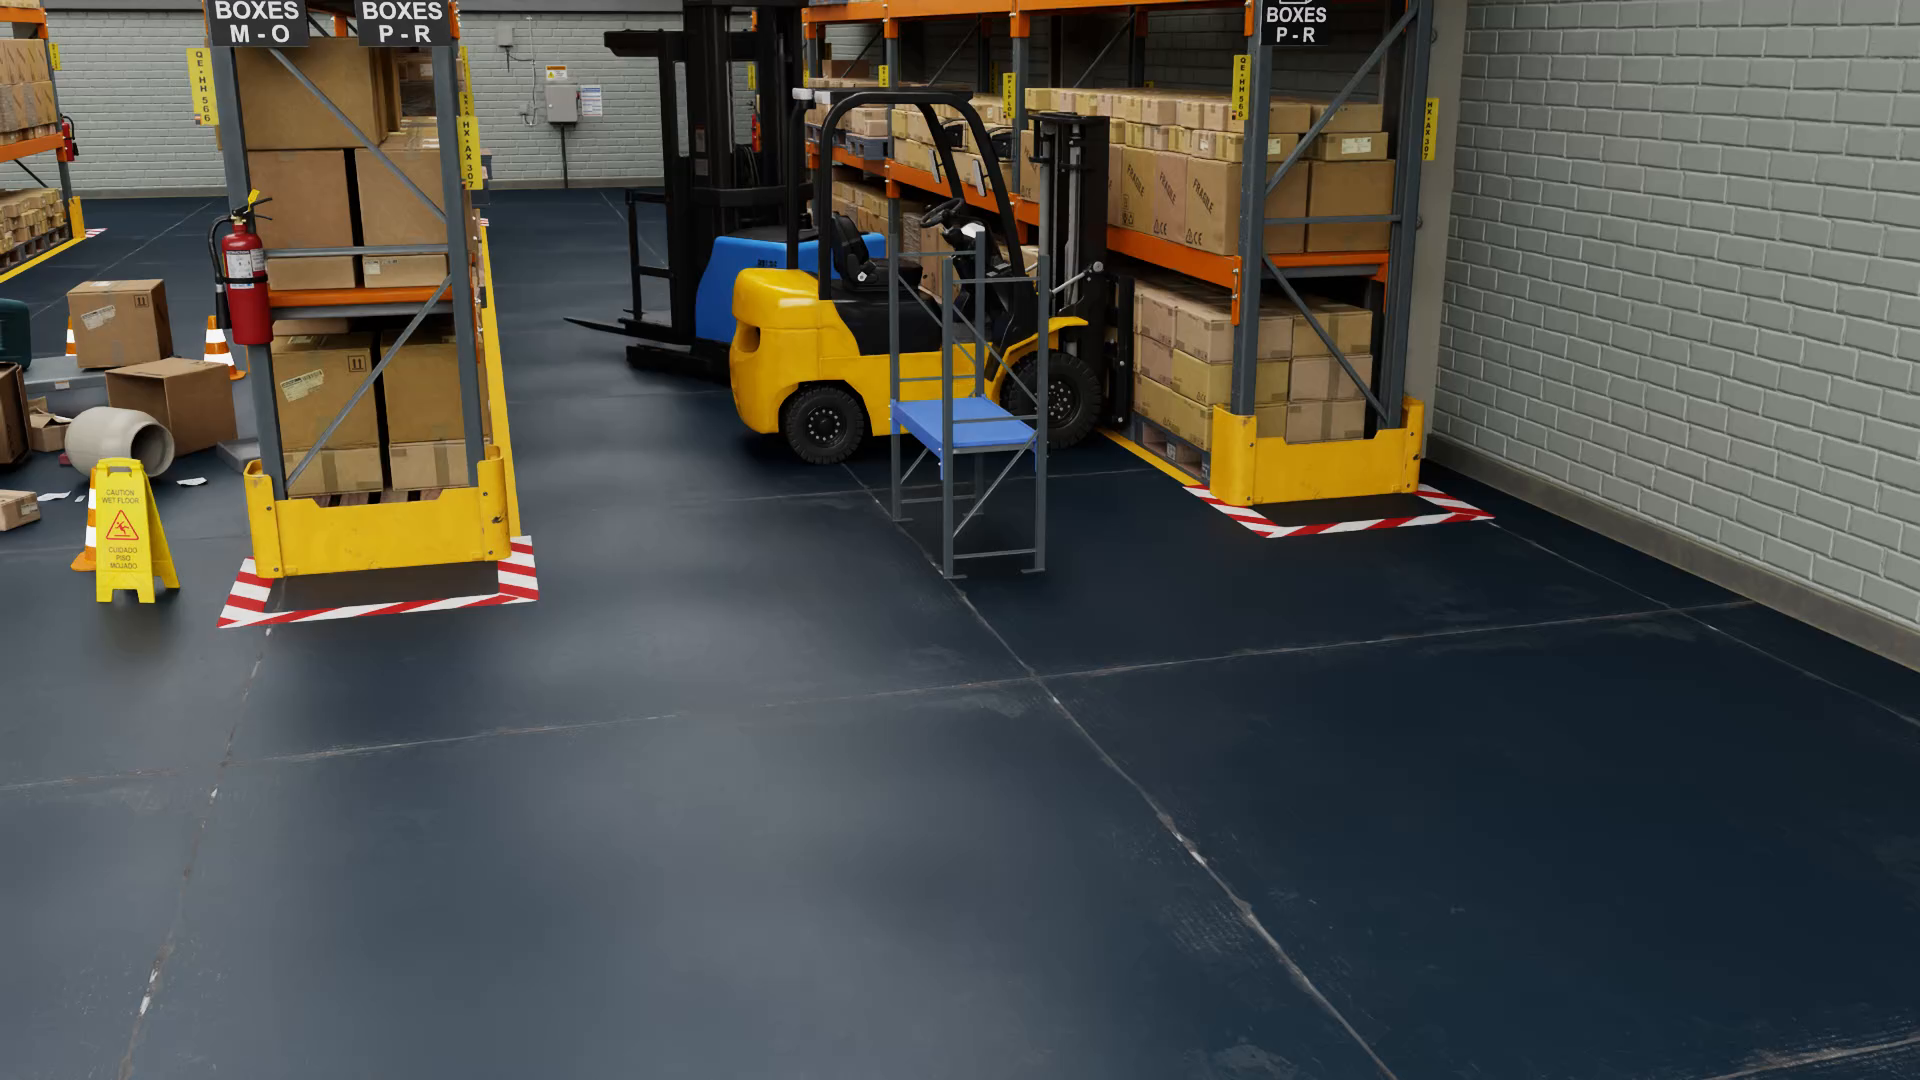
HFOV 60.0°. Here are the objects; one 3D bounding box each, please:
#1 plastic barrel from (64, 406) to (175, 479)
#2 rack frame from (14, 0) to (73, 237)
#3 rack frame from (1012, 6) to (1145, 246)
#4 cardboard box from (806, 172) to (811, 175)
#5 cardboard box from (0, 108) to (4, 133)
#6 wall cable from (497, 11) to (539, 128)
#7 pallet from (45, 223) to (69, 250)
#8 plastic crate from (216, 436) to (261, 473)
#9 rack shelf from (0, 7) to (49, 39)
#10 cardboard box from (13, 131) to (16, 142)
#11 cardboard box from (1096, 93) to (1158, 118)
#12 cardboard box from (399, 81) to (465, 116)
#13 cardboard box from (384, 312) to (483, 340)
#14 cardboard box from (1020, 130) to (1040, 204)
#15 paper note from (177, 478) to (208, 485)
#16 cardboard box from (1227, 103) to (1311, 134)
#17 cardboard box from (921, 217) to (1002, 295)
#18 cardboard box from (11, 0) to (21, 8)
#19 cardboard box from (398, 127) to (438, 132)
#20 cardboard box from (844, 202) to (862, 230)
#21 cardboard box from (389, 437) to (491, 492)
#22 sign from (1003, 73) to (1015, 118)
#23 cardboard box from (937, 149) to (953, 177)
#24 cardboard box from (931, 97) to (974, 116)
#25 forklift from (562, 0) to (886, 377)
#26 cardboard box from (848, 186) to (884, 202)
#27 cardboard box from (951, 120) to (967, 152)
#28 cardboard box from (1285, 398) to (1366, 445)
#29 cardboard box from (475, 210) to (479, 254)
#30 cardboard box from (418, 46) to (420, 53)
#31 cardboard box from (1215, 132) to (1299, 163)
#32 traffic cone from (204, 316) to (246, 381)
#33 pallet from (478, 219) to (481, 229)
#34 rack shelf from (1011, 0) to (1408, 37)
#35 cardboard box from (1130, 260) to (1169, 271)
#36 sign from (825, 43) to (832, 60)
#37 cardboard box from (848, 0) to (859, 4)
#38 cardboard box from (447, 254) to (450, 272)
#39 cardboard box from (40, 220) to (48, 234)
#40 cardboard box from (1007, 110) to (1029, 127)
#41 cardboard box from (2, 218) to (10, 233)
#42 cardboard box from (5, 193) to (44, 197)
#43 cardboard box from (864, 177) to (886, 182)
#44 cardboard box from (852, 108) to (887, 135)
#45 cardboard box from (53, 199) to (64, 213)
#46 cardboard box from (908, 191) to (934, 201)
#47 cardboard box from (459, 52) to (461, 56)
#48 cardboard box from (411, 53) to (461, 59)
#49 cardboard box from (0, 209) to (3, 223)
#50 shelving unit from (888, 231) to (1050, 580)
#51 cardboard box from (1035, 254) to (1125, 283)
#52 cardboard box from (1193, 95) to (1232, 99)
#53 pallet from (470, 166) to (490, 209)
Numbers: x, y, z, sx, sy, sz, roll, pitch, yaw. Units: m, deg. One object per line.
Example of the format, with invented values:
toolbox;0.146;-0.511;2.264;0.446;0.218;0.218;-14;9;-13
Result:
plastic barrel;-4.808;-0.541;9.519;0.512;0.421;0.421;7;18;23
rack frame;-11.913;-5.330;20.982;1.000;3.000;0.127;-5;17;-15
rack frame;0.888;-2.824;12.638;1.000;3.000;0.127;-5;17;-15
cardboard box;-2.136;-4.731;22.602;0.700;0.500;0.500;-4;17;-13
cardboard box;-10.851;-4.707;18.218;0.500;0.500;0.500;-5;17;-15
wall cable;-7.393;-7.909;27.802;0.588;1.984;0.122;-5;17;-15
pallet;-11.703;-3.746;20.556;1.003;0.211;1.213;-5;17;-15
plastic crate;-4.241;-0.533;10.087;0.402;0.080;0.583;-12;20;-34
rack shelf;-11.364;-5.869;18.813;1.077;0.370;4.000;-5;17;-15
cardboard box;-11.104;-4.639;19.117;0.380;0.149;0.250;-4;17;-13
cardboard box;1.120;-2.863;10.951;0.380;0.149;0.250;-5;17;-15
cardboard box;-3.737;-2.974;11.718;0.500;0.500;0.500;-4;17;-14
cardboard box;-2.895;-0.963;9.190;0.500;0.500;0.500;-5;18;-17
cardboard box;0.759;-2.728;12.146;0.500;0.500;0.500;-5;17;-17
paper note;-4.401;-0.341;9.533;0.142;0.019;0.148;-12;20;-34
cardboard box;1.686;-2.301;9.079;0.380;0.149;0.250;-5;17;-15
cardboard box;0.134;-2.640;15.425;0.875;0.625;0.625;-4;17;-13
cardboard box;-11.263;-6.311;19.295;0.500;0.250;0.500;-4;17;-13
cardboard box;-3.082;-2.091;9.508;0.500;0.500;0.500;-5;17;-16
cardboard box;-0.969;-3.460;18.372;0.500;0.500;0.500;-5;18;-17
cardboard box;-2.740;-0.453;8.796;0.500;0.250;0.500;-5;17;-16
sign;0.369;-3.295;12.331;0.100;0.325;0.005;-5;17;-15
cardboard box;0.098;-3.291;14.455;0.500;0.250;0.500;-4;17;-13
cardboard box;-0.042;-3.821;14.657;0.380;0.149;0.250;-4;17;-14
forklift;-1.963;-2.817;12.735;3.031;2.935;1.130;15;22;40
cardboard box;-1.049;-3.875;18.624;0.380;0.149;0.250;-4;17;-13
cardboard box;0.224;-3.390;13.917;0.500;0.250;0.500;-4;17;-14
cardboard box;2.040;-0.753;9.794;0.500;0.250;0.500;-5;17;-15
cardboard box;-5.579;-3.412;17.561;0.875;0.875;0.875;-4;17;-14
cardboard box;-6.005;-5.658;19.034;0.380;0.149;0.250;-4;17;-14
cardboard box;1.622;-2.149;9.092;0.380;0.149;0.250;-4;17;-14
traffic cone;-5.571;-1.447;12.467;0.336;0.463;0.334;-5;17;-15
pallet;-6.555;-3.862;20.942;1.003;0.211;1.213;-5;17;-15
rack shelf;1.437;-3.362;10.468;1.077;0.370;4.000;-5;17;-15
cardboard box;1.489;-1.786;11.495;0.500;0.250;0.500;-5;17;-15
sign;-1.871;-6.887;23.604;0.100;0.325;0.005;-5;17;-15
cardboard box;-0.862;-5.695;17.244;0.500;0.250;0.500;-5;17;-15
cardboard box;-2.757;-1.462;8.543;0.380;0.149;0.250;-5;18;-17
cardboard box;-11.199;-3.761;19.984;0.380;0.149;0.250;-6;18;-18
cardboard box;0.580;-3.259;12.786;0.380;0.149;0.250;-4;17;-13
cardboard box;-10.935;-3.530;18.698;0.380;0.149;0.250;-6;18;-18
cardboard box;-11.307;-4.112;20.119;0.380;0.149;0.250;-5;18;-17
cardboard box;-0.932;-4.272;19.948;0.380;0.149;0.250;-5;18;-17
cardboard box;-0.813;-4.326;17.169;0.500;0.250;0.500;-6;18;-18
cardboard box;-11.494;-4.185;20.878;0.380;0.149;0.250;-5;17;-17
cardboard box;-0.352;-3.703;18.052;0.380;0.149;0.250;-5;17;-16
cardboard box;-6.243;-5.603;19.981;0.500;0.500;0.500;-4;17;-14
cardboard box;-5.569;-4.923;17.717;0.500;0.500;0.500;-4;17;-14
cardboard box;-10.728;-3.537;18.204;0.380;0.149;0.250;-4;17;-13
shelving unit;0.023;-0.695;8.158;0.538;1.500;1.048;-5;17;-15
cardboard box;0.850;-1.886;11.828;0.500;0.250;0.500;-5;17;-15
cardboard box;1.703;-2.758;10.601;0.380;0.149;0.250;-5;17;-15
pallet;-3.954;-2.561;12.098;1.003;0.211;1.213;-5;17;-15
